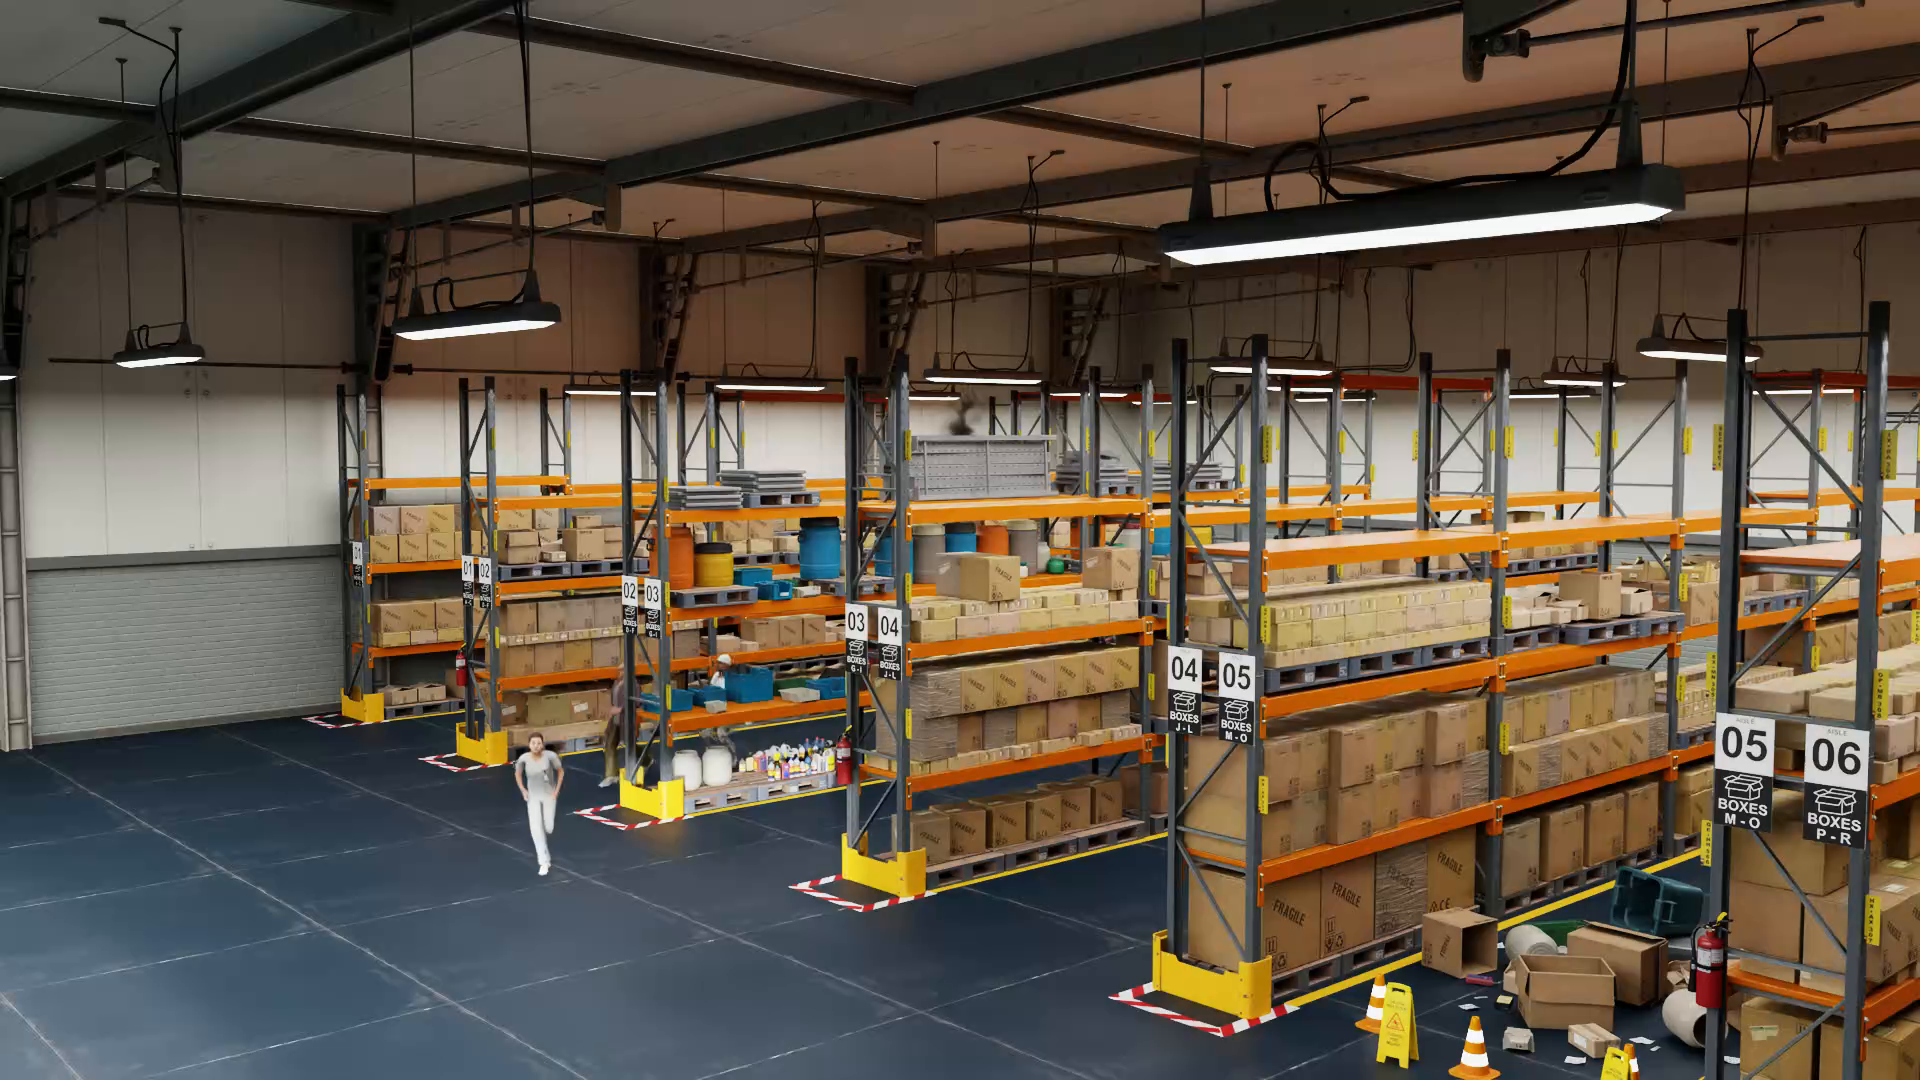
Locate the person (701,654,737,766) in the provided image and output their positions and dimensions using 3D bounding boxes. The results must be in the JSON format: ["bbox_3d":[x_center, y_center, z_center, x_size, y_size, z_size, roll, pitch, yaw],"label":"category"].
[{"bbox_3d":[-3.675,2.619,25.322,0.626,1.759,0.646,-4,5,-44],"label":"person"}]

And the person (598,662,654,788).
[{"bbox_3d":[-4.899,2.669,24.331,0.722,1.778,0.994,3,5,34],"label":"person"}]

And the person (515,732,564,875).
[{"bbox_3d":[-4.994,3.073,19.760,0.567,1.658,0.933,-1,4,-14],"label":"person"}]
